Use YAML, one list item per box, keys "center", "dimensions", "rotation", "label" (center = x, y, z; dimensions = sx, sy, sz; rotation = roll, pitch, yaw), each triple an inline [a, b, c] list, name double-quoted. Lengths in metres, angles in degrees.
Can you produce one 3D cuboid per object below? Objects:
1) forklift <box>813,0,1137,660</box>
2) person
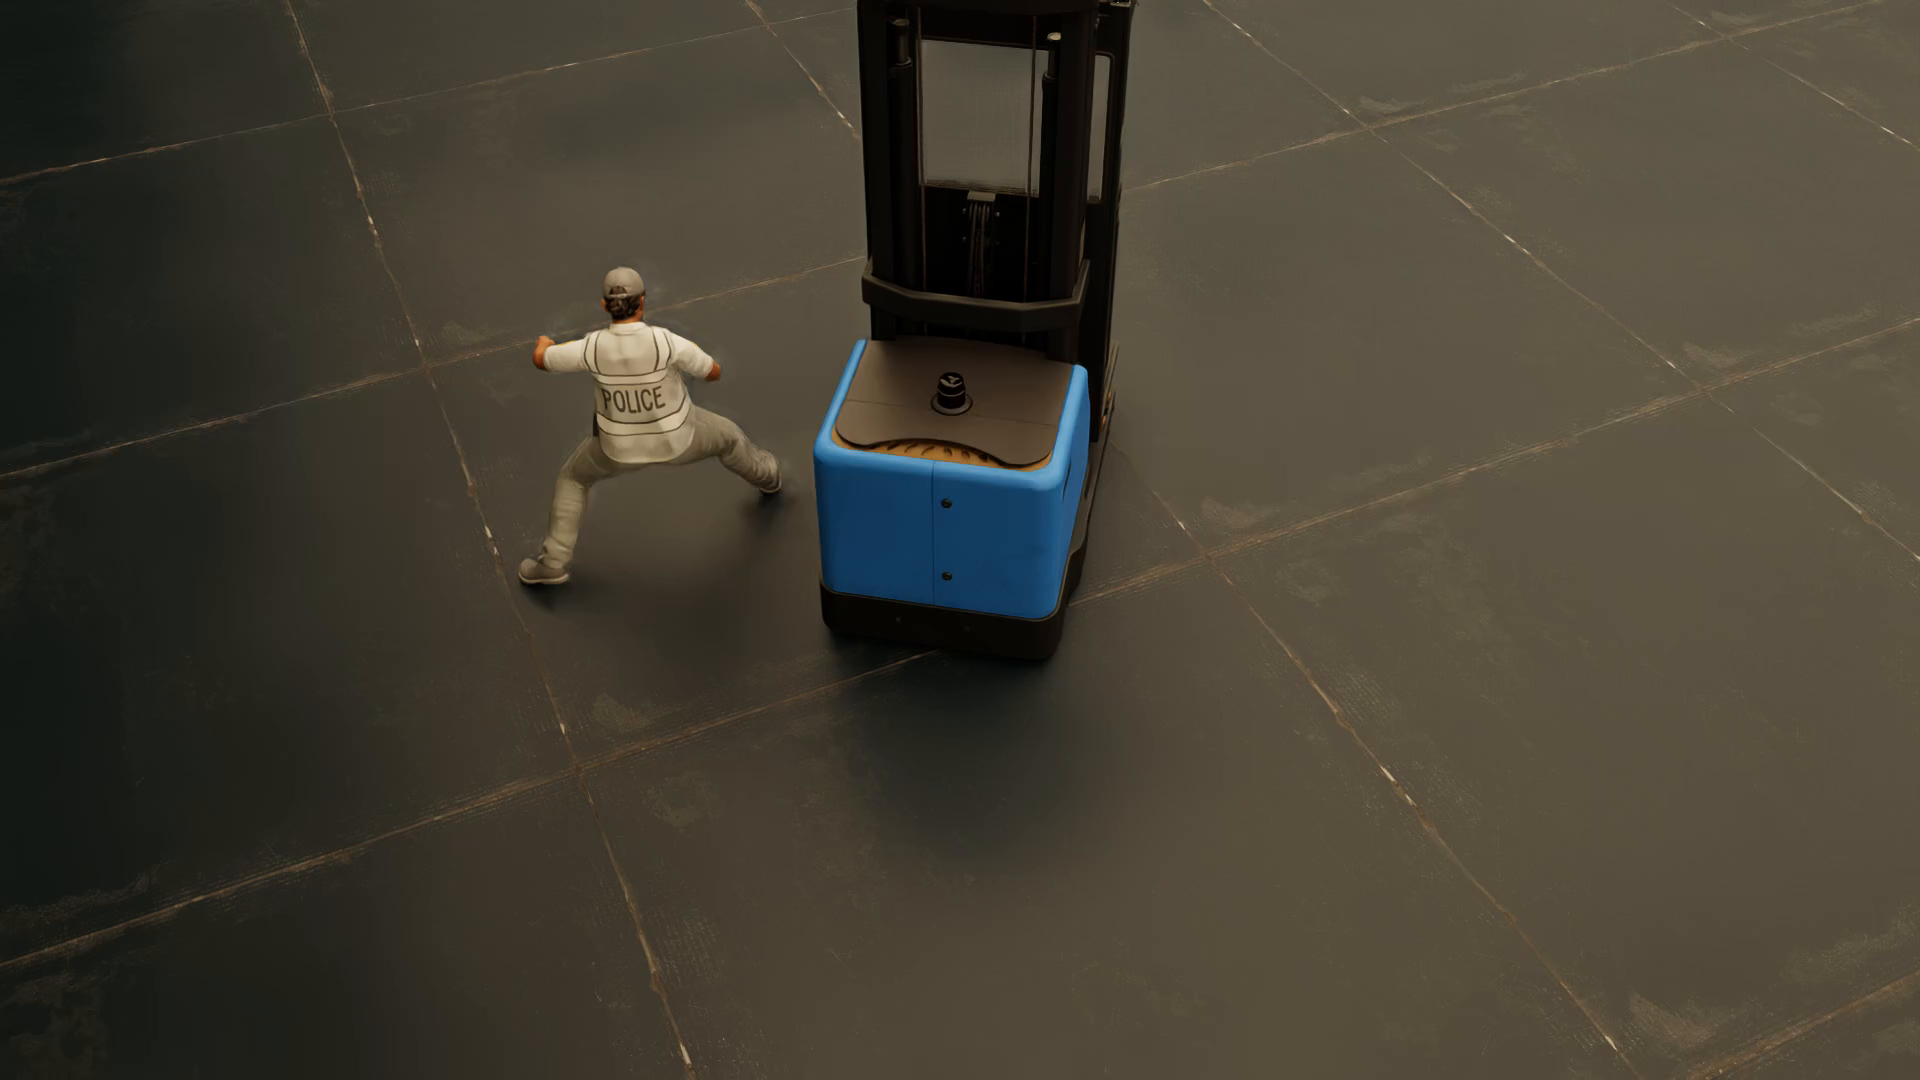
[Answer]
- center: [0.180, -1.571, 7.364]
  dimensions: [1.130, 2.935, 3.031]
  rotation: [8, 44, 8]
  label: "forklift"
- center: [-1.450, -0.602, 7.398]
  dimensions: [1.207, 1.467, 0.908]
  rotation: [-4, 43, -4]
  label: "person"
